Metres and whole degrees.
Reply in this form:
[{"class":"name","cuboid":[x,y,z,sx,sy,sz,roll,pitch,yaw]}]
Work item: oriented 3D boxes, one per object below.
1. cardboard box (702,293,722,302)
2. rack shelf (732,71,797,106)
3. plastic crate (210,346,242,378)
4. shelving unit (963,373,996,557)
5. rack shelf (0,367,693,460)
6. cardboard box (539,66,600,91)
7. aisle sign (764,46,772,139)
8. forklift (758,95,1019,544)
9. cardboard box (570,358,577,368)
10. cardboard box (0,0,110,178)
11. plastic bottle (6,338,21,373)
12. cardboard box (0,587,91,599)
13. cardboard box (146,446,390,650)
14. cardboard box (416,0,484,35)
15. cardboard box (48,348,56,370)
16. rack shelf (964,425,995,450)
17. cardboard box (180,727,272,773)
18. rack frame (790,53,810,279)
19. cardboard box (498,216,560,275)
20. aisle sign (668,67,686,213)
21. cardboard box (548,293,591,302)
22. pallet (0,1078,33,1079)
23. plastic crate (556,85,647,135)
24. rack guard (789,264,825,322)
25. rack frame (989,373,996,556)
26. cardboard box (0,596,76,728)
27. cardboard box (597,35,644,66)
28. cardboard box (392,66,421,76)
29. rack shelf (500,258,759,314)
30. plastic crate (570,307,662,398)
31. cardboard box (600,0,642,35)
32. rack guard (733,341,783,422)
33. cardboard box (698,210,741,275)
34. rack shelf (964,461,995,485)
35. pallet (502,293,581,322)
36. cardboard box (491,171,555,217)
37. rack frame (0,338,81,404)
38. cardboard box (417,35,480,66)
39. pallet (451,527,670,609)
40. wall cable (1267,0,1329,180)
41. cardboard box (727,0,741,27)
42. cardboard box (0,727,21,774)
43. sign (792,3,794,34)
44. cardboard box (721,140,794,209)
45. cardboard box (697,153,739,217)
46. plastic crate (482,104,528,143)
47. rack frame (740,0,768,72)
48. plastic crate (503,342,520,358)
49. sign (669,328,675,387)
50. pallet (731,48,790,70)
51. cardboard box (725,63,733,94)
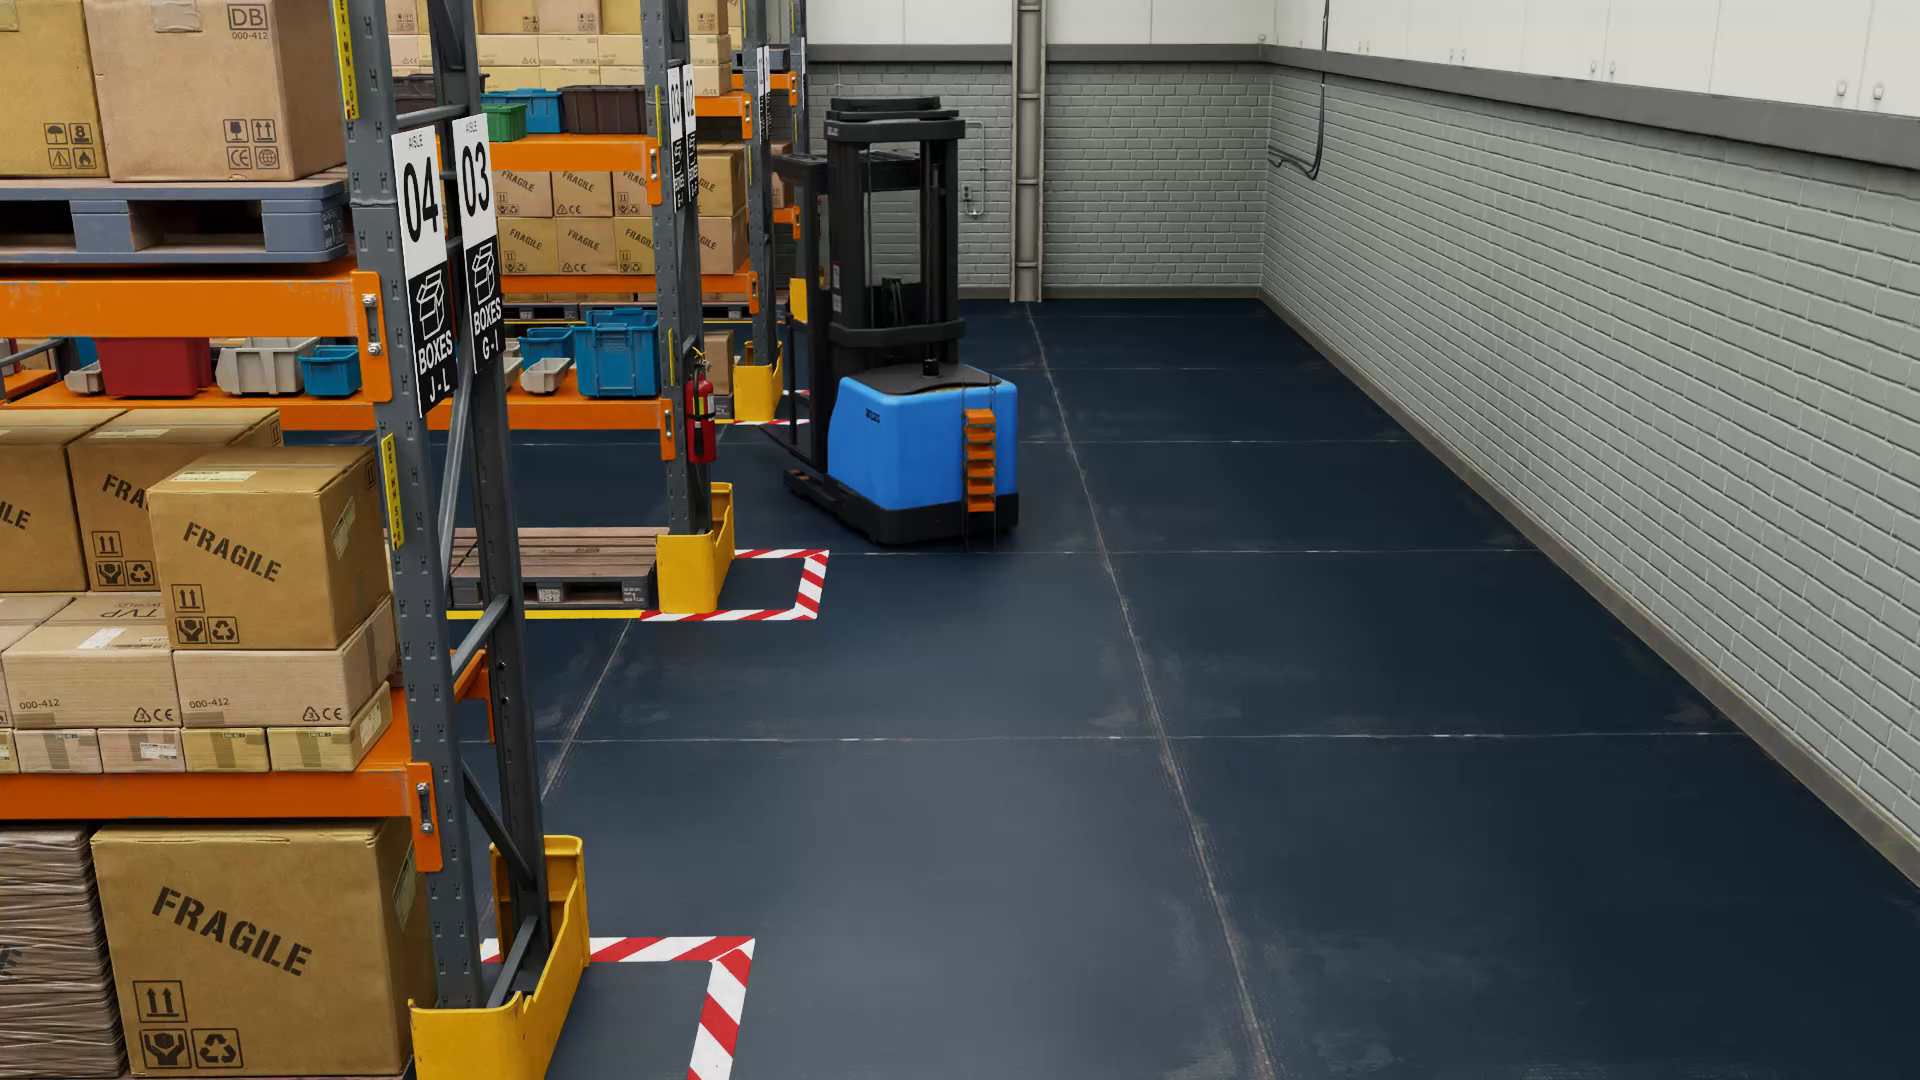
[{"class":"cardboard box","cuboid":[-3.057,-3.151,19.865,0.500,0.500,0.700,0,18,-1]},{"class":"rack shelf","cuboid":[-3.859,-5.254,19.282,4.000,0.370,1.077,0,18,-1]},{"class":"plastic crate","cuboid":[-4.587,-1.118,10.474,0.590,0.125,0.437,0,18,-1]},{"class":"shelving unit","cuboid":[0.127,-0.498,11.137,0.189,1.200,0.258,-2,18,-7]},{"class":"rack shelf","cuboid":[-3.702,-0.800,10.308,4.000,0.370,1.077,0,18,-1]},{"class":"cardboard box","cuboid":[-3.286,-3.933,14.233,0.500,0.250,0.500,0,18,-1]},{"class":"aisle sign","cuboid":[-1.713,-3.993,14.828,0.004,0.787,0.394,0,18,-1]},{"class":"forklift","cuboid":[-0.700,-1.771,12.271,1.130,2.935,3.031,-9,20,-25]},{"class":"cardboard box","cuboid":[-3.267,-1.492,15.069,0.500,0.250,0.500,0,18,-1]},{"class":"cardboard box","cuboid":[-2.708,-1.378,5.007,0.500,0.500,0.700,-1,18,-3]},{"class":"plastic bottle","cuboid":[-6.075,-1.206,10.587,0.133,0.283,0.061,0,18,-1]},{"class":"cardboard box","cuboid":[-3.131,0.216,5.722,0.500,0.250,0.500,-1,18,-3]},{"class":"cardboard box","cuboid":[-2.107,0.016,5.118,0.500,0.500,0.500,0,18,0]},{"class":"cardboard box","cuboid":[-4.289,-4.575,14.188,0.500,0.500,0.700,0,18,-1]},{"class":"cardboard box","cuboid":[-7.770,-1.570,14.902,0.500,0.500,0.500,-1,18,-3]},{"class":"rack shelf","cuboid":[0.127,-0.685,11.077,0.180,0.103,0.258,-2,18,-7]},{"class":"cardboard box","cuboid":[-2.235,0.584,5.227,0.250,0.149,0.380,0,18,0]},{"class":"rack frame","cuboid":[-1.859,-4.178,19.661,0.127,3.000,1.000,0,18,-1]},{"class":"cardboard box","cuboid":[-3.742,-2.621,14.642,0.500,0.500,0.500,-1,18,-2]},{"class":"aisle sign","cuboid":[-1.626,-2.301,9.553,0.004,0.787,0.394,0,18,-1]},{"class":"cardboard box","cuboid":[-4.607,-3.142,19.836,0.500,0.500,0.700,0,18,-1]},{"class":"pallet","cuboid":[-3.639,1.721,5.837,1.213,0.211,1.003,0,18,-1]},{"class":"plastic crate","cuboid":[-2.092,-2.601,10.050,0.590,0.269,0.497,0,18,-1]},{"class":"rack guard","cuboid":[-1.835,-2.988,20.043,0.348,0.500,1.175,0,18,-1]},{"class":"rack frame","cuboid":[0.218,-0.502,11.148,0.006,1.200,0.240,-2,18,-7]},{"class":"cardboard box","cuboid":[-3.121,0.379,5.215,0.500,0.250,0.500,-1,18,-3]},{"class":"cardboard box","cuboid":[-2.786,-4.177,14.174,0.500,0.250,0.500,0,18,-1]},{"class":"cardboard box","cuboid":[-4.786,-3.930,14.224,0.500,0.250,0.500,0,18,-1]},{"class":"rack shelf","cuboid":[-3.777,-2.313,15.024,4.000,0.370,1.077,0,18,-1]},{"class":"plastic crate","cuboid":[-2.034,-1.139,10.031,0.499,0.435,0.616,0,18,-1]},{"class":"cardboard box","cuboid":[-2.792,-4.633,14.368,0.500,0.500,0.700,0,18,-1]},{"class":"rack guard","cuboid":[-1.853,-1.474,15.325,0.348,0.500,1.175,0,18,-1]},{"class":"cardboard box","cuboid":[-2.220,-2.627,14.663,0.500,0.500,0.500,0,18,1]},{"class":"rack shelf","cuboid":[0.127,-0.456,11.150,0.180,0.103,0.258,-2,18,-7]},{"class":"pallet","cuboid":[-5.097,-2.811,19.963,1.213,0.211,1.003,0,18,-1]},{"class":"cardboard box","cuboid":[-3.755,-3.093,14.480,0.500,0.500,0.500,0,18,1]},{"class":"rack frame","cuboid":[-5.702,-1.133,10.168,0.127,3.000,1.000,0,18,-1]},{"class":"cardboard box","cuboid":[-4.286,-4.169,14.149,0.500,0.250,0.500,0,18,-1]},{"class":"pallet","cuboid":[-2.528,0.168,10.679,1.213,0.211,1.003,0,18,-1]},{"class":"wall cable","cuboid":[3.802,-5.474,18.963,0.112,2.526,3.097,0,18,-1]},{"class":"cardboard box","cuboid":[-2.586,-6.053,18.761,0.500,0.500,0.500,0,18,-1]},{"class":"cardboard box","cuboid":[-2.996,0.588,5.215,0.250,0.149,0.380,-1,18,-2]},{"class":"sign","cuboid":[-1.864,-5.824,18.563,0.005,0.325,0.100,0,18,-1]},{"class":"cardboard box","cuboid":[-2.369,-4.315,19.598,0.700,0.700,0.980,1,18,2]},{"class":"cardboard box","cuboid":[-2.218,-3.103,14.508,0.500,0.500,0.500,0,18,-1]},{"class":"plastic crate","cuboid":[-2.684,-2.388,9.516,0.336,0.188,0.450,0,18,-1]},{"class":"rack frame","cuboid":[-1.777,-5.522,14.028,0.127,3.000,1.000,0,18,-1]},{"class":"plastic crate","cuboid":[-2.955,-1.175,10.633,0.298,0.136,0.250,0,18,-1]},{"class":"sign","cuboid":[-1.678,-1.062,9.680,0.005,0.325,0.100,0,18,-1]},{"class":"pallet","cuboid":[-2.600,-5.557,19.195,1.213,0.211,1.003,0,18,-1]},{"class":"cardboard box","cuboid":[-2.295,-4.097,14.743,0.500,0.250,0.500,0,18,-1]}]
